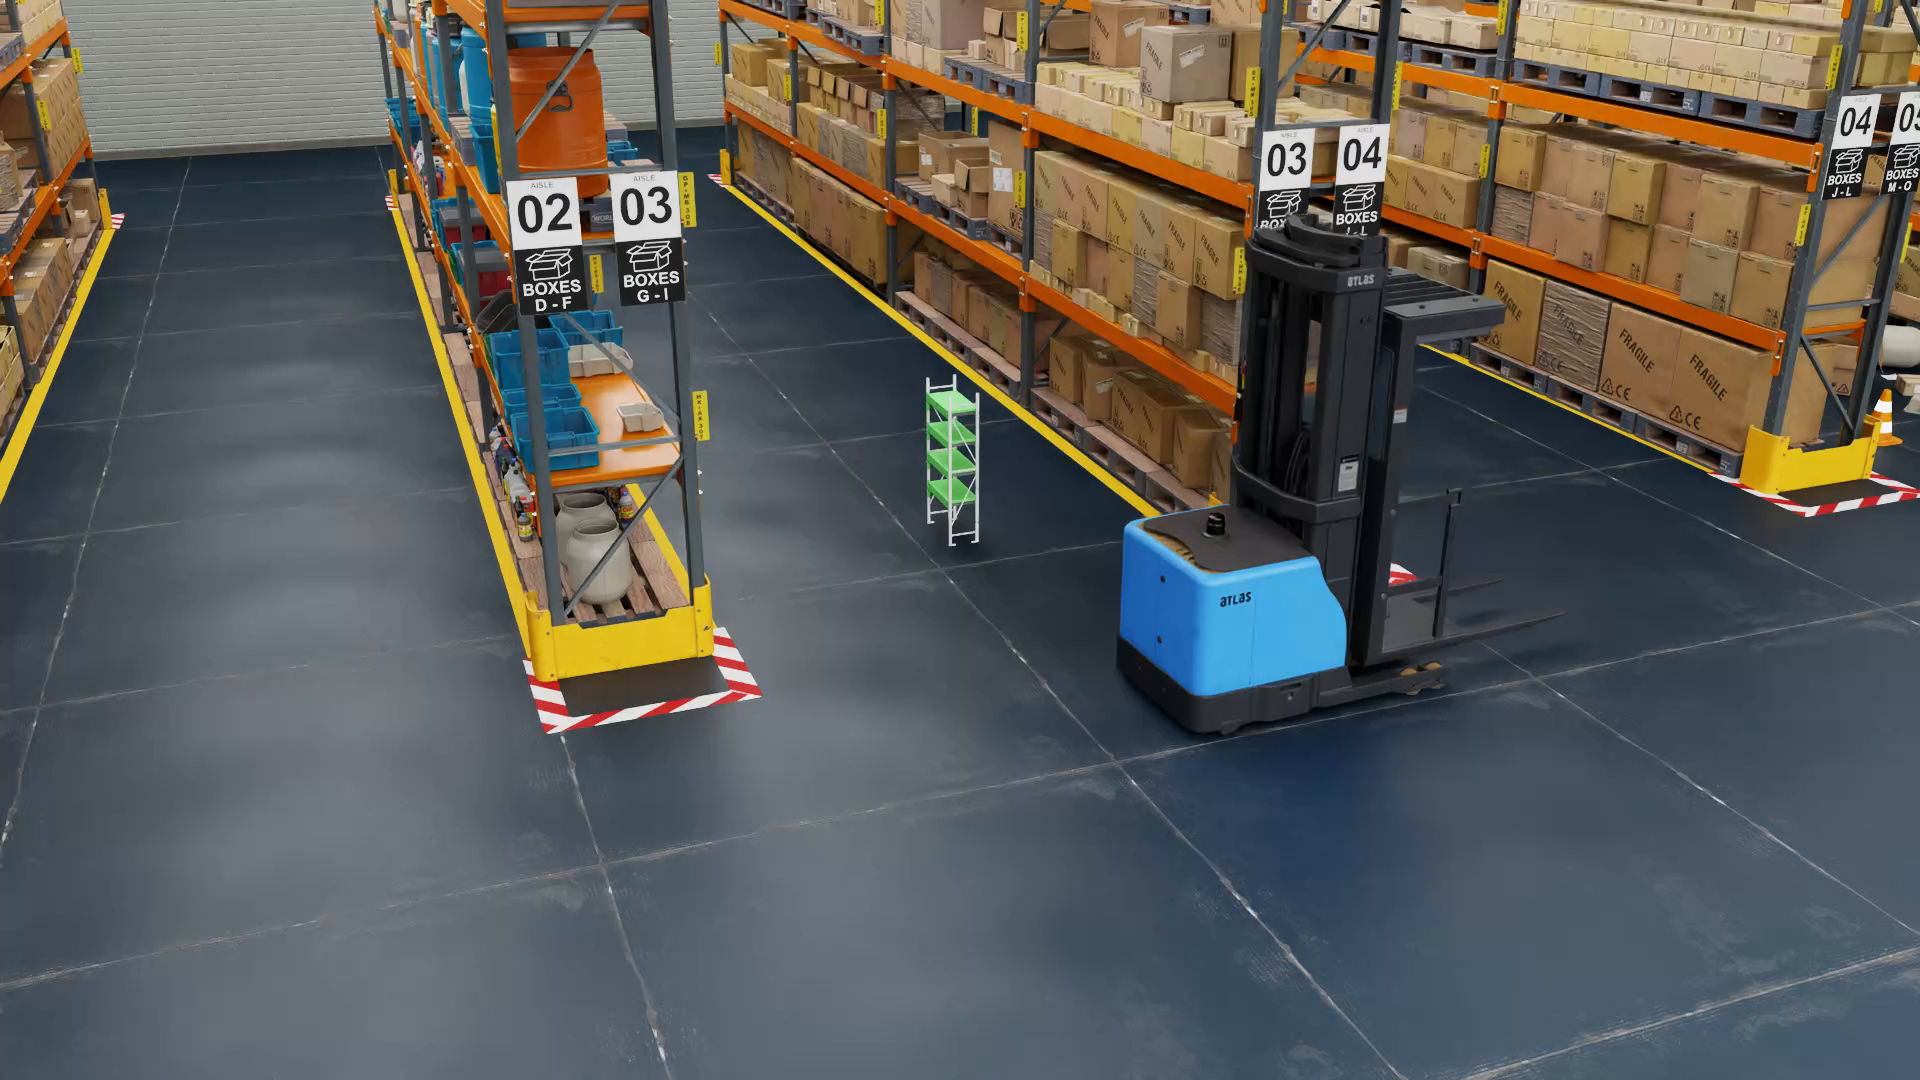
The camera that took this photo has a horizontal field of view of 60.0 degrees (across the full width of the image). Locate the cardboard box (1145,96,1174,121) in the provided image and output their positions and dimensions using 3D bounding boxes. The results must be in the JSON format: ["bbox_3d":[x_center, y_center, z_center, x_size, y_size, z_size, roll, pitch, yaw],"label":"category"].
[{"bbox_3d":[1.633,-3.290,12.636,0.380,0.149,0.250,-10,25,-22],"label":"cardboard box"}]

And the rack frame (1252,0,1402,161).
[{"bbox_3d":[2.475,-4.026,10.840,1.000,3.000,0.127,-8,24,-19],"label":"rack frame"}]

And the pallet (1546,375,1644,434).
[{"bbox_3d":[6.368,-1.343,15.788,1.003,0.211,1.213,-8,24,-19],"label":"pallet"}]

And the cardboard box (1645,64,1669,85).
[{"bbox_3d":[6.178,-4.040,14.389,0.380,0.149,0.250,-8,24,-18],"label":"cardboard box"}]

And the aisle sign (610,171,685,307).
[{"bbox_3d":[-1.859,-1.794,9.921,0.394,0.787,0.004,-8,24,-19],"label":"aisle sign"}]

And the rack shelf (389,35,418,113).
[{"bbox_3d":[-5.691,-5.266,18.571,1.077,0.370,4.000,-8,24,-19],"label":"rack shelf"}]

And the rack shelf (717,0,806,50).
[{"bbox_3d":[-2.470,-7.399,23.632,1.077,0.370,4.000,-8,24,-19],"label":"rack shelf"}]

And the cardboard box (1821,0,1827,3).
[{"bbox_3d":[10.123,-6.213,19.543,0.500,0.250,0.500,-9,24,-20],"label":"cardboard box"}]

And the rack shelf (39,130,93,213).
[{"bbox_3d":[-11.739,-4.659,20.992,1.077,0.370,4.000,-8,24,-19],"label":"rack shelf"}]

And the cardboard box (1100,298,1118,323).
[{"bbox_3d":[1.399,-1.937,13.930,0.380,0.149,0.250,-8,24,-19],"label":"cardboard box"}]

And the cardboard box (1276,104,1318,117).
[{"bbox_3d":[2.389,-3.073,12.120,0.380,0.149,0.250,-9,24,-20],"label":"cardboard box"}]

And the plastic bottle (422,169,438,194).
[{"bbox_3d":[-5.947,-4.034,18.645,0.144,0.351,0.185,-8,24,-19],"label":"plastic bottle"}]

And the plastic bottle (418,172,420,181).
[{"bbox_3d":[-6.248,-4.248,19.346,0.097,0.201,0.097,0,23,0],"label":"plastic bottle"}]

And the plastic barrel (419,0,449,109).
[{"bbox_3d":[-4.416,-4.279,14.657,0.600,0.901,0.708,-8,24,-19],"label":"plastic barrel"}]

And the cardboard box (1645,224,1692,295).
[{"bbox_3d":[6.683,-2.521,14.799,0.875,0.550,0.550,-8,24,-19],"label":"cardboard box"}]

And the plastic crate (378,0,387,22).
[{"bbox_3d":[-7.316,-6.876,21.615,0.437,0.282,0.530,-8,24,-19],"label":"plastic crate"}]

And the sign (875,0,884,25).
[{"bbox_3d":[-0.873,-5.752,18.030,0.100,0.325,0.005,-8,24,-19],"label":"sign"}]

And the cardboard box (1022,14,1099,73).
[{"bbox_3d":[0.989,-4.523,15.207,0.797,0.503,0.637,-10,25,-22],"label":"cardboard box"}]

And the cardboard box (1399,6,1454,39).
[{"bbox_3d":[4.913,-5.546,17.754,0.500,0.311,0.500,-9,25,-21],"label":"cardboard box"}]

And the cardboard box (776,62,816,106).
[{"bbox_3d":[-2.176,-6.166,22.485,0.500,0.500,0.500,-8,24,-17],"label":"cardboard box"}]

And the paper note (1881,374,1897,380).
[{"bbox_3d":[9.391,-1.648,16.758,0.148,0.019,0.142,0,23,-1],"label":"paper note"}]

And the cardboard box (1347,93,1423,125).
[{"bbox_3d":[4.838,-4.785,18.948,0.700,0.500,0.500,-9,24,-20],"label":"cardboard box"}]

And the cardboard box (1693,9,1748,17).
[{"bbox_3d":[6.702,-4.592,14.671,0.380,0.149,0.250,-8,24,-18],"label":"cardboard box"}]

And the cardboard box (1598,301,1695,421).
[{"bbox_3d":[6.537,-1.677,15.185,0.875,0.875,0.875,-9,24,-20],"label":"cardboard box"}]

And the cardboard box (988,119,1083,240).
[{"bbox_3d":[0.913,-3.493,15.986,1.000,1.000,1.000,-8,24,-19],"label":"cardboard box"}]

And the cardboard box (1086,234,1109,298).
[{"bbox_3d":[1.578,-2.372,14.128,0.875,0.500,0.500,-8,24,-19],"label":"cardboard box"}]

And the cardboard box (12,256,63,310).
[{"bbox_3d":[-10.247,-2.812,18.335,0.500,0.500,0.500,-8,24,-18],"label":"cardboard box"}]

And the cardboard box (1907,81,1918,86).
[{"bbox_3d":[13.400,-6.399,23.231,0.380,0.149,0.250,-8,24,-17],"label":"cardboard box"}]

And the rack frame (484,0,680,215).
[{"bbox_3d":[-2.158,-3.347,9.228,1.000,3.000,0.127,-8,24,-19],"label":"rack frame"}]

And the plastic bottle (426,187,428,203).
[{"bbox_3d":[-5.838,-3.826,18.346,0.097,0.201,0.097,0,23,0],"label":"plastic bottle"}]

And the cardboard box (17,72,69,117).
[{"bbox_3d":[-11.483,-5.543,20.746,0.500,0.500,0.500,-8,24,-17],"label":"cardboard box"}]

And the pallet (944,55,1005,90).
[{"bbox_3d":[0.575,-4.626,16.367,1.213,0.211,1.003,-8,24,-19],"label":"pallet"}]

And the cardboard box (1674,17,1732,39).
[{"bbox_3d":[6.266,-4.317,14.019,0.380,0.149,0.250,-9,24,-20],"label":"cardboard box"}]

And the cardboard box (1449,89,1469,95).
[{"bbox_3d":[7.609,-6.759,24.597,0.500,0.250,0.500,-8,24,-18],"label":"cardboard box"}]

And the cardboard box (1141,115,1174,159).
[{"bbox_3d":[1.715,-3.084,12.659,0.500,0.250,0.500,-8,24,-18],"label":"cardboard box"}]

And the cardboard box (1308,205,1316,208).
[{"bbox_3d":[2.366,-2.326,12.730,0.500,0.500,0.500,-8,24,-19],"label":"cardboard box"}]

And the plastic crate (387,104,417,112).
[{"bbox_3d":[-7.799,-5.972,23.319,0.416,0.233,0.300,-8,24,-19],"label":"plastic crate"}]

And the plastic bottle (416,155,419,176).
[{"bbox_3d":[-6.353,-4.374,19.540,0.061,0.283,0.133,-8,24,-19],"label":"plastic bottle"}]

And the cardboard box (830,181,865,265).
[{"bbox_3d":[-0.883,-3.962,20.606,1.225,0.875,0.875,-8,24,-19],"label":"cardboard box"}]

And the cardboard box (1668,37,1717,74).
[{"bbox_3d":[6.364,-4.099,14.016,0.500,0.250,0.500,-8,24,-19],"label":"cardboard box"}]

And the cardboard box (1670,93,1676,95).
[{"bbox_3d":[9.053,-5.521,21.059,0.500,0.500,0.500,-7,24,-16],"label":"cardboard box"}]

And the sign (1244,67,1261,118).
[{"bbox_3d":[1.949,-2.983,11.087,0.100,0.325,0.005,-8,24,-19],"label":"sign"}]

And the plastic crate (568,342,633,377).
[{"bbox_3d":[-2.761,-1.359,12.575,0.530,0.136,0.437,-8,24,-19],"label":"plastic crate"}]

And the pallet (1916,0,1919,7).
[{"bbox_3d":[13.886,-7.272,22.645,1.213,0.211,1.003,-7,24,-17],"label":"pallet"}]

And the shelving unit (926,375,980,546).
[{"bbox_3d":[-0.058,-0.613,12.783,0.258,1.200,0.503,-8,24,-19],"label":"shelving unit"}]

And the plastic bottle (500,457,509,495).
[{"bbox_3d":[-3.588,-0.502,13.134,0.061,0.283,0.133,-7,24,-17],"label":"plastic bottle"}]

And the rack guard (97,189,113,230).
[{"bbox_3d":[-12.419,-4.538,22.997,1.175,0.500,0.348,-8,24,-19],"label":"rack guard"}]

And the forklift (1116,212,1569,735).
[{"bbox_3d":[2.570,-0.543,10.388,3.031,2.935,1.130,-10,25,-22],"label":"forklift"}]

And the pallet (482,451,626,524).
[{"bbox_3d":[-3.373,-0.501,13.790,1.003,0.211,1.213,-8,24,-19],"label":"pallet"}]

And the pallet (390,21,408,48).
[{"bbox_3d":[-6.029,-5.966,19.548,1.213,0.211,1.003,-8,24,-19],"label":"pallet"}]

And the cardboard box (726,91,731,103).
[{"bbox_3d":[-3.360,-6.785,25.434,0.380,0.149,0.250,-8,24,-18],"label":"cardboard box"}]

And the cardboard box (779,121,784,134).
[{"bbox_3d":[-2.269,-5.666,22.778,0.380,0.149,0.250,-8,24,-18],"label":"cardboard box"}]

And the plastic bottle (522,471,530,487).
[{"bbox_3d":[-3.328,-0.439,12.995,0.152,0.276,0.135,-8,24,-19],"label":"plastic bottle"}]

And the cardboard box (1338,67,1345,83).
[{"bbox_3d":[6.555,-7.720,27.200,0.500,0.500,0.500,-8,24,-17],"label":"cardboard box"}]

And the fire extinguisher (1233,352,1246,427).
[{"bbox_3d":[2.085,-1.121,11.772,0.296,0.674,0.183,-8,24,-19],"label":"fire extinguisher"}]

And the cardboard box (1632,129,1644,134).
[{"bbox_3d":[8.930,-5.355,21.500,0.380,0.149,0.250,-10,25,-22],"label":"cardboard box"}]

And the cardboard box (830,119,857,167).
[{"bbox_3d":[-1.293,-4.915,20.544,0.500,0.500,0.500,-8,24,-18],"label":"cardboard box"}]

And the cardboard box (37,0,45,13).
[{"bbox_3d":[-11.493,-6.565,20.274,0.500,0.250,0.500,-8,24,-19],"label":"cardboard box"}]

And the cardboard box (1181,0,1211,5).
[{"bbox_3d":[3.335,-7.310,21.819,0.797,0.503,0.637,-9,24,-20],"label":"cardboard box"}]
